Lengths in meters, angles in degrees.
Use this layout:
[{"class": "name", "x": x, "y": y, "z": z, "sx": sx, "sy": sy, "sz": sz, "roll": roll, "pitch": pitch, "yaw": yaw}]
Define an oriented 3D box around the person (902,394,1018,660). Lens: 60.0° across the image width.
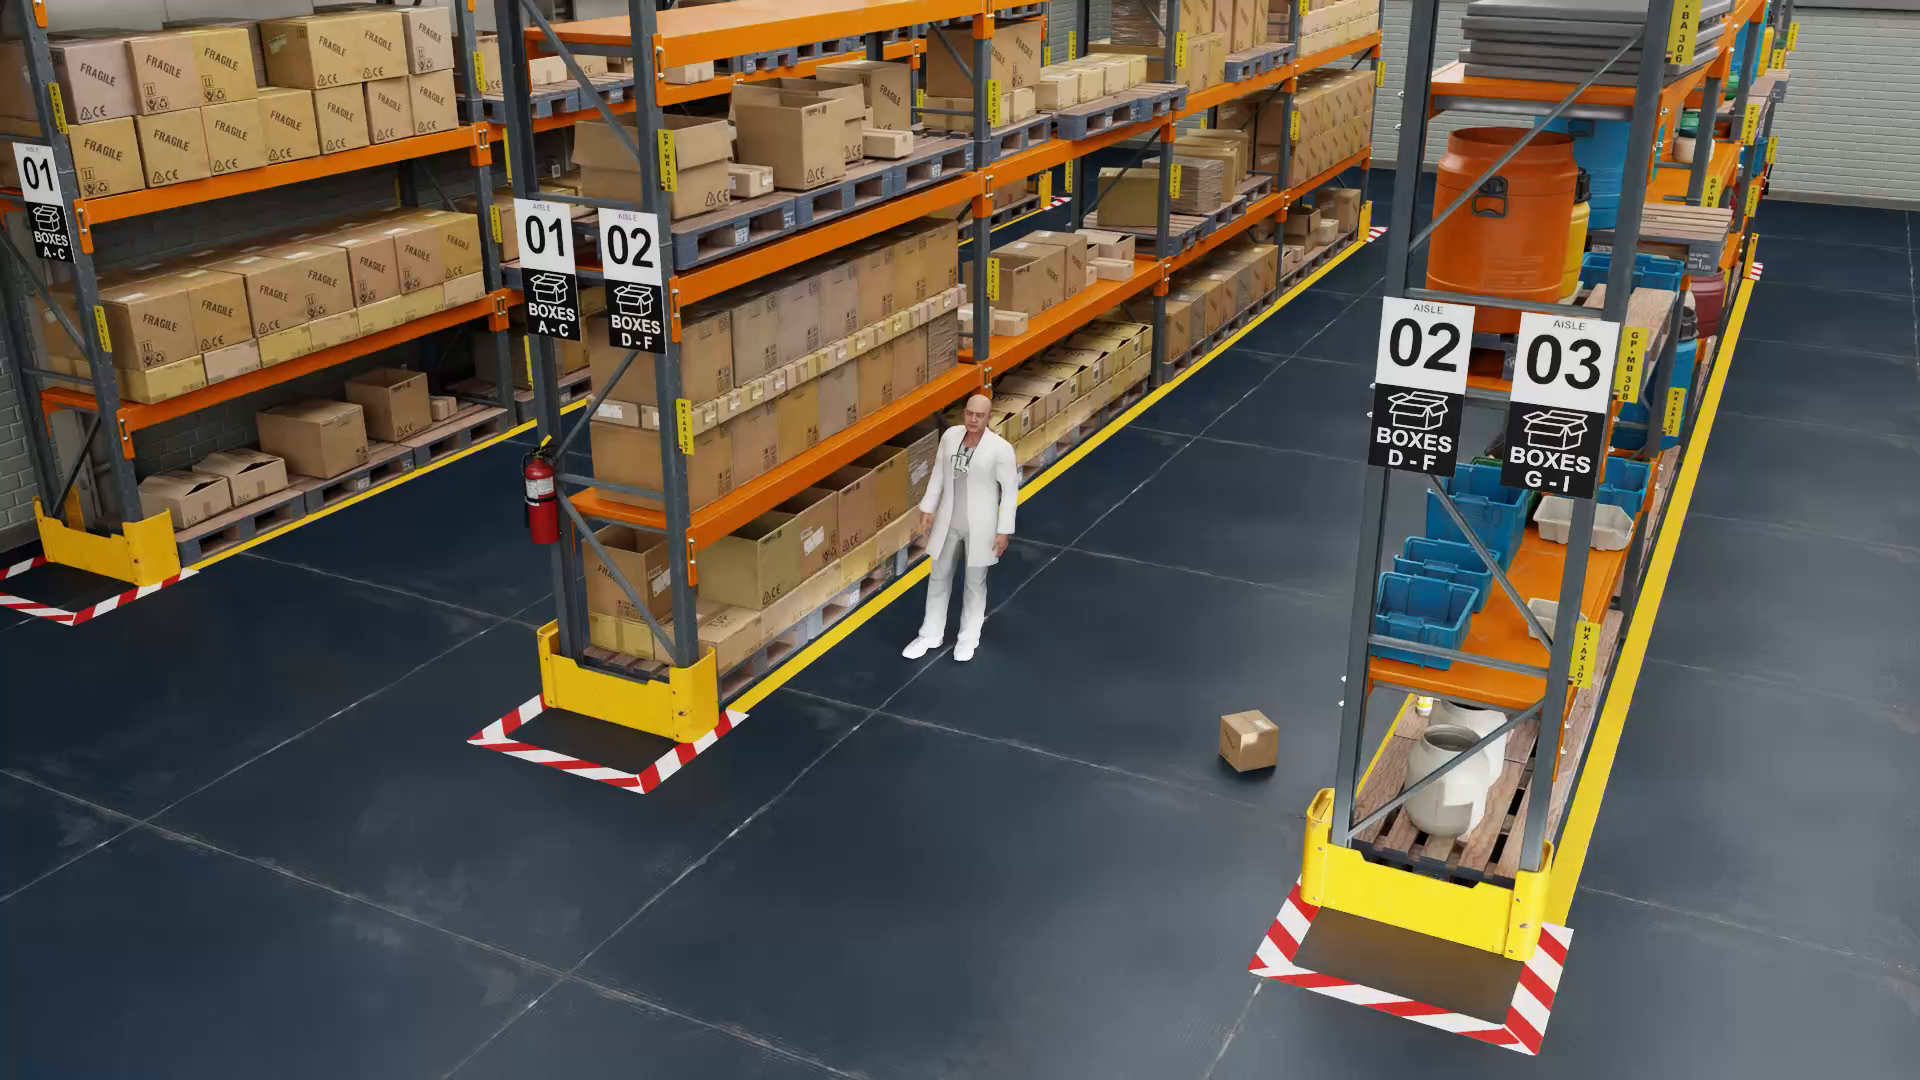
[{"class": "person", "x": 0.010, "y": -0.064, "z": 10.916, "sx": 0.697, "sy": 1.775, "sz": 0.581, "roll": 11, "pitch": 25, "yaw": 25}]
